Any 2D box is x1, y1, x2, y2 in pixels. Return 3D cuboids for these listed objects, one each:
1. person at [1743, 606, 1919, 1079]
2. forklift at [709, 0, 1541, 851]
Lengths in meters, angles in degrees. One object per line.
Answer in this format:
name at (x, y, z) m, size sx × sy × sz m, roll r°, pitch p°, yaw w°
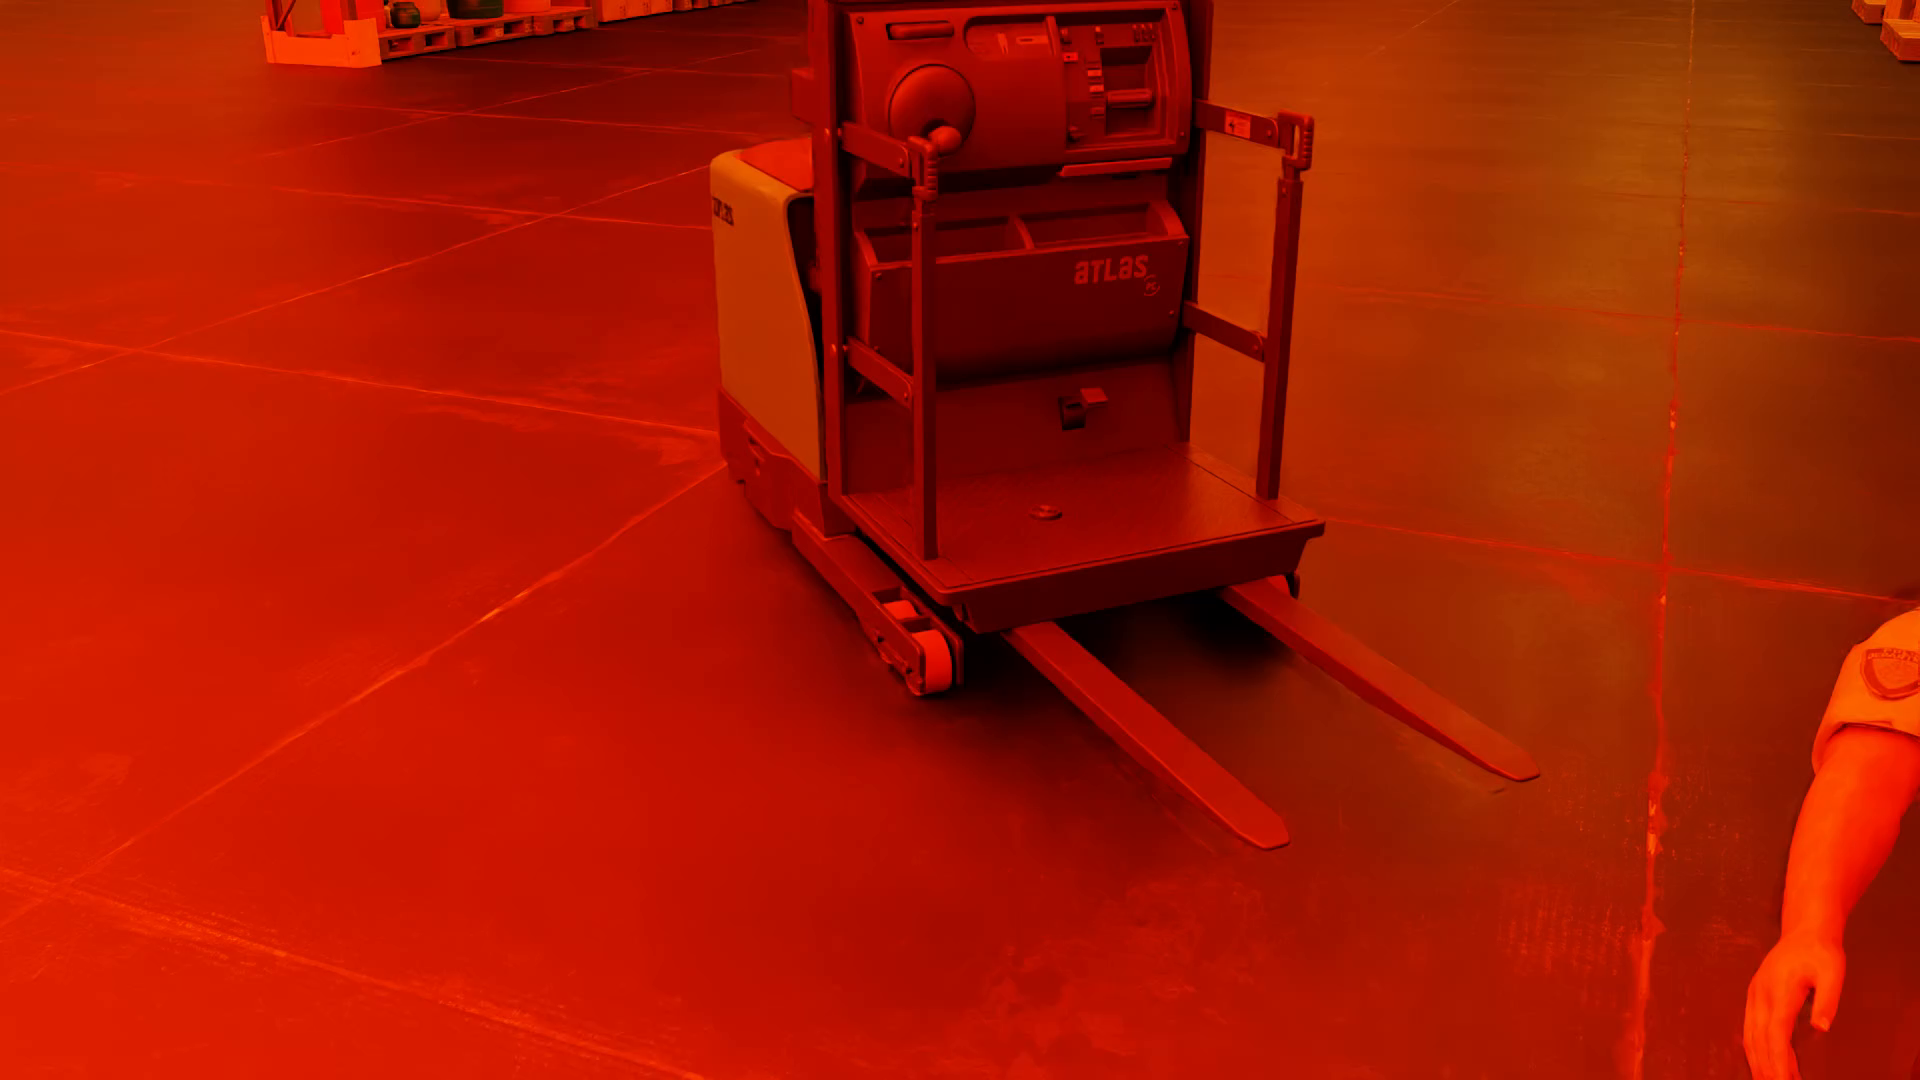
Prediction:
person at (1.115, 0.618, 1.754) m, size 1.004 × 1.419 × 0.714 m, roll -9°, pitch 24°, yaw -20°
forklift at (0.258, -1.151, 4.046) m, size 1.130 × 2.935 × 3.031 m, roll -10°, pitch 25°, yaw -22°
